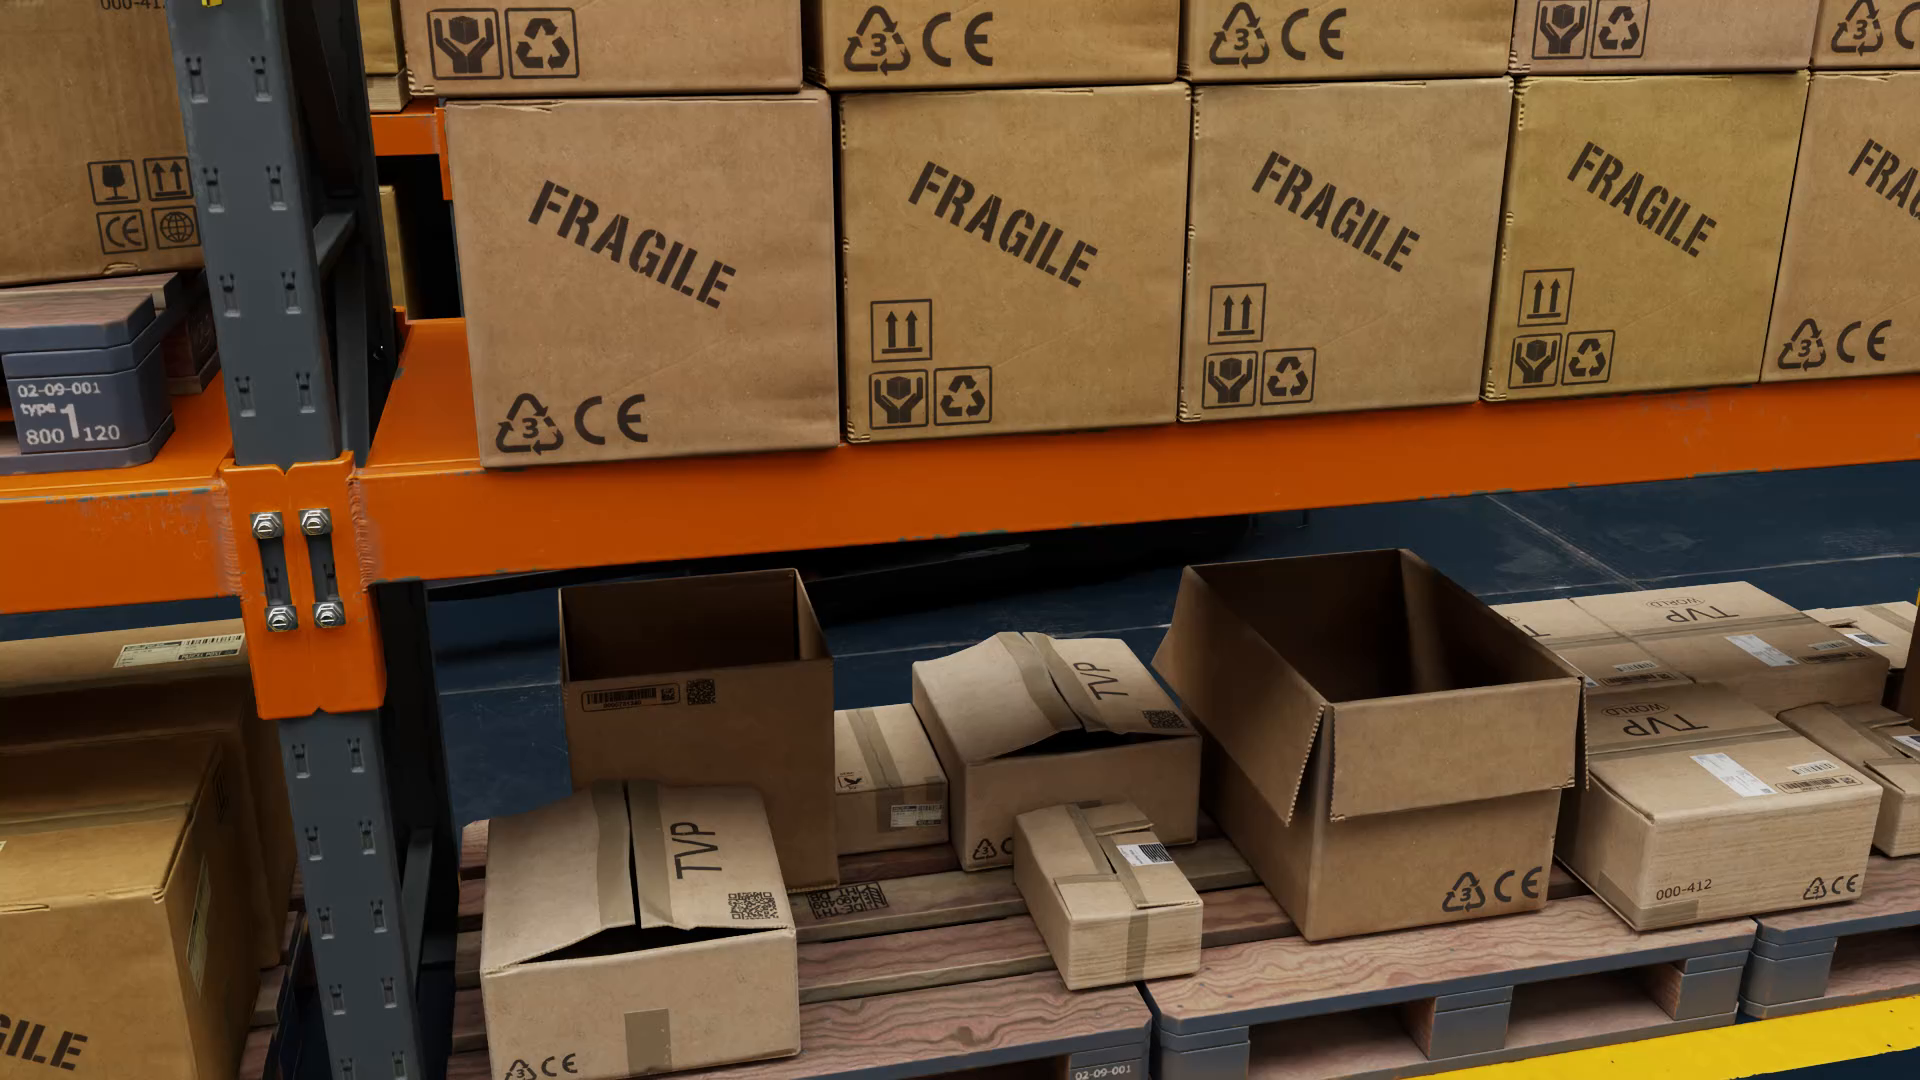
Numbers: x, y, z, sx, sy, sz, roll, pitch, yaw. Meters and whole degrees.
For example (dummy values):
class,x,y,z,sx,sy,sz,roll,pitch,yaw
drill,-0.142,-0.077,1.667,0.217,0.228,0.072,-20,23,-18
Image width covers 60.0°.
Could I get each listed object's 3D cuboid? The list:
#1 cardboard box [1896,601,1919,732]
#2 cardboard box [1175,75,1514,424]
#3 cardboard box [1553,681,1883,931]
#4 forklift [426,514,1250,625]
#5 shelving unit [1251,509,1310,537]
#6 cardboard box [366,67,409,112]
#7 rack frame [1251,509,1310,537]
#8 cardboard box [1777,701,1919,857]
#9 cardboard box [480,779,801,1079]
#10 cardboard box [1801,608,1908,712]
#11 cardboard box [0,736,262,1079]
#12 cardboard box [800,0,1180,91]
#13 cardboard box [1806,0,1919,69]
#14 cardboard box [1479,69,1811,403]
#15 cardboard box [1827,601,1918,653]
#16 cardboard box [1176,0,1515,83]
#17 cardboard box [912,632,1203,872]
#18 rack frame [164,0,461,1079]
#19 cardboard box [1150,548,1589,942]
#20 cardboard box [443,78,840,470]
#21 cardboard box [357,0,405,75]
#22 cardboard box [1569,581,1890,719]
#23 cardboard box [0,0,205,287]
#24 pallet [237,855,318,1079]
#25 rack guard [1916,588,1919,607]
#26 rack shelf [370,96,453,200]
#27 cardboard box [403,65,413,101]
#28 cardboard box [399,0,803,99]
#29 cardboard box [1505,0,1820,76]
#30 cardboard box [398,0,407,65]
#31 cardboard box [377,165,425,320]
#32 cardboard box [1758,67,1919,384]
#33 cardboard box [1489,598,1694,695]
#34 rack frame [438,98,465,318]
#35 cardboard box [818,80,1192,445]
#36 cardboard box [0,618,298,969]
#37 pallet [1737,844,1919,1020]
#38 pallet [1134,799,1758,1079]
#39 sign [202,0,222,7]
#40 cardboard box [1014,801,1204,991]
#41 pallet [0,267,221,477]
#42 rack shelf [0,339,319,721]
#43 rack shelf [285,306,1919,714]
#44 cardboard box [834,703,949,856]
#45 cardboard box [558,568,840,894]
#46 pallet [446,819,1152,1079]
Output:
class,x,y,z,sx,sy,sz,roll,pitch,yaw
cardboard box,2.394,0.341,3.516,0.500,0.500,0.500,-5,21,-12
cardboard box,0.518,-0.511,2.704,0.500,0.500,0.500,-5,21,-13
cardboard box,1.463,0.524,3.382,0.500,0.250,0.500,-5,21,-12
forklift,-0.574,-1.292,5.080,3.031,2.935,1.130,-8,22,-22
shelving unit,1.114,-0.610,5.715,0.258,1.200,0.189,-9,27,-24
cardboard box,-2.433,-1.862,6.874,0.250,0.149,0.380,-4,21,-12
rack frame,1.152,-0.574,5.641,0.240,1.200,0.006,-9,27,-24
cardboard box,1.979,0.500,3.569,0.250,0.166,0.380,-5,21,-12
cardboard box,-0.568,0.660,2.920,0.500,0.311,0.500,-5,21,-12
cardboard box,2.137,0.310,4.086,0.250,0.166,0.380,-5,21,-12
cardboard box,-1.440,0.667,2.626,0.500,0.500,0.500,-5,21,-13
cardboard box,-0.001,-0.935,2.408,0.500,0.500,0.500,-5,21,-14
cardboard box,1.502,-1.058,2.742,0.500,0.500,0.500,-4,21,-11
cardboard box,1.012,-0.552,2.815,0.500,0.500,0.500,-5,21,-13
cardboard box,2.380,0.299,4.143,0.250,0.149,0.380,-5,21,-12
cardboard box,0.500,-0.976,2.518,0.500,0.500,0.500,-5,21,-14
cardboard box,0.193,0.422,3.572,0.500,0.311,0.500,-5,21,-12
rack frame,-1.026,-0.435,2.640,0.127,3.000,1.000,-5,21,-12
cardboard box,0.801,0.380,3.405,0.637,0.503,0.797,-5,21,-12
cardboard box,-0.467,-0.431,2.484,0.500,0.500,0.500,-4,21,-11
cardboard box,-2.561,-2.168,6.764,0.500,0.500,0.500,-5,21,-13
cardboard box,1.786,0.321,3.936,0.500,0.250,0.500,-5,21,-12
cardboard box,-1.538,-0.716,2.653,0.500,0.500,0.700,-13,24,-31
pallet,-1.809,0.952,2.910,1.213,0.211,1.003,-5,21,-12
rack guard,2.793,0.428,3.918,0.348,0.500,1.175,-5,21,-12
rack shelf,-4.116,-1.596,6.858,4.000,0.370,1.077,-5,21,-12
cardboard box,-2.541,-2.024,7.315,0.250,0.149,0.380,-5,21,-14
cardboard box,-0.503,-0.894,2.296,0.500,0.500,0.500,-4,21,-11
cardboard box,1.002,-1.017,2.631,0.500,0.500,0.500,-4,20,-11
cardboard box,-2.675,-2.337,7.225,0.500,0.500,0.500,-5,21,-14
cardboard box,-2.772,-1.185,7.204,0.750,0.750,0.750,-4,21,-12
cardboard box,1.503,-0.592,2.924,0.500,0.500,0.500,-4,21,-12
cardboard box,1.299,0.360,3.828,0.500,0.250,0.500,-5,21,-12
rack frame,-2.169,-2.093,7.166,0.127,3.000,1.000,-5,21,-12
cardboard box,0.030,-0.472,2.598,0.500,0.500,0.500,-4,21,-12
cardboard box,-1.553,0.489,3.113,0.500,0.500,0.500,-6,21,-15
pallet,2.017,0.628,3.795,1.213,0.211,1.003,-5,21,-12
pallet,0.832,0.723,3.535,1.213,0.211,1.003,-5,21,-12
sign,-0.895,-0.793,1.935,0.005,0.325,0.100,-5,21,-12
cardboard box,0.272,0.656,3.141,0.250,0.166,0.380,-5,21,-12
pallet,-1.829,-0.318,2.601,1.213,0.211,1.003,-5,21,-12
rack shelf,-2.972,0.061,2.332,4.000,0.370,1.077,-5,21,-12
rack shelf,0.920,-0.255,3.196,4.000,0.370,1.077,-5,21,-12
cardboard box,-0.186,0.508,3.573,0.250,0.149,0.380,-5,21,-12
cardboard box,-0.537,0.392,3.377,0.500,0.500,0.500,-5,21,-12
pallet,-0.357,0.821,3.268,1.213,0.211,1.003,-5,21,-12
